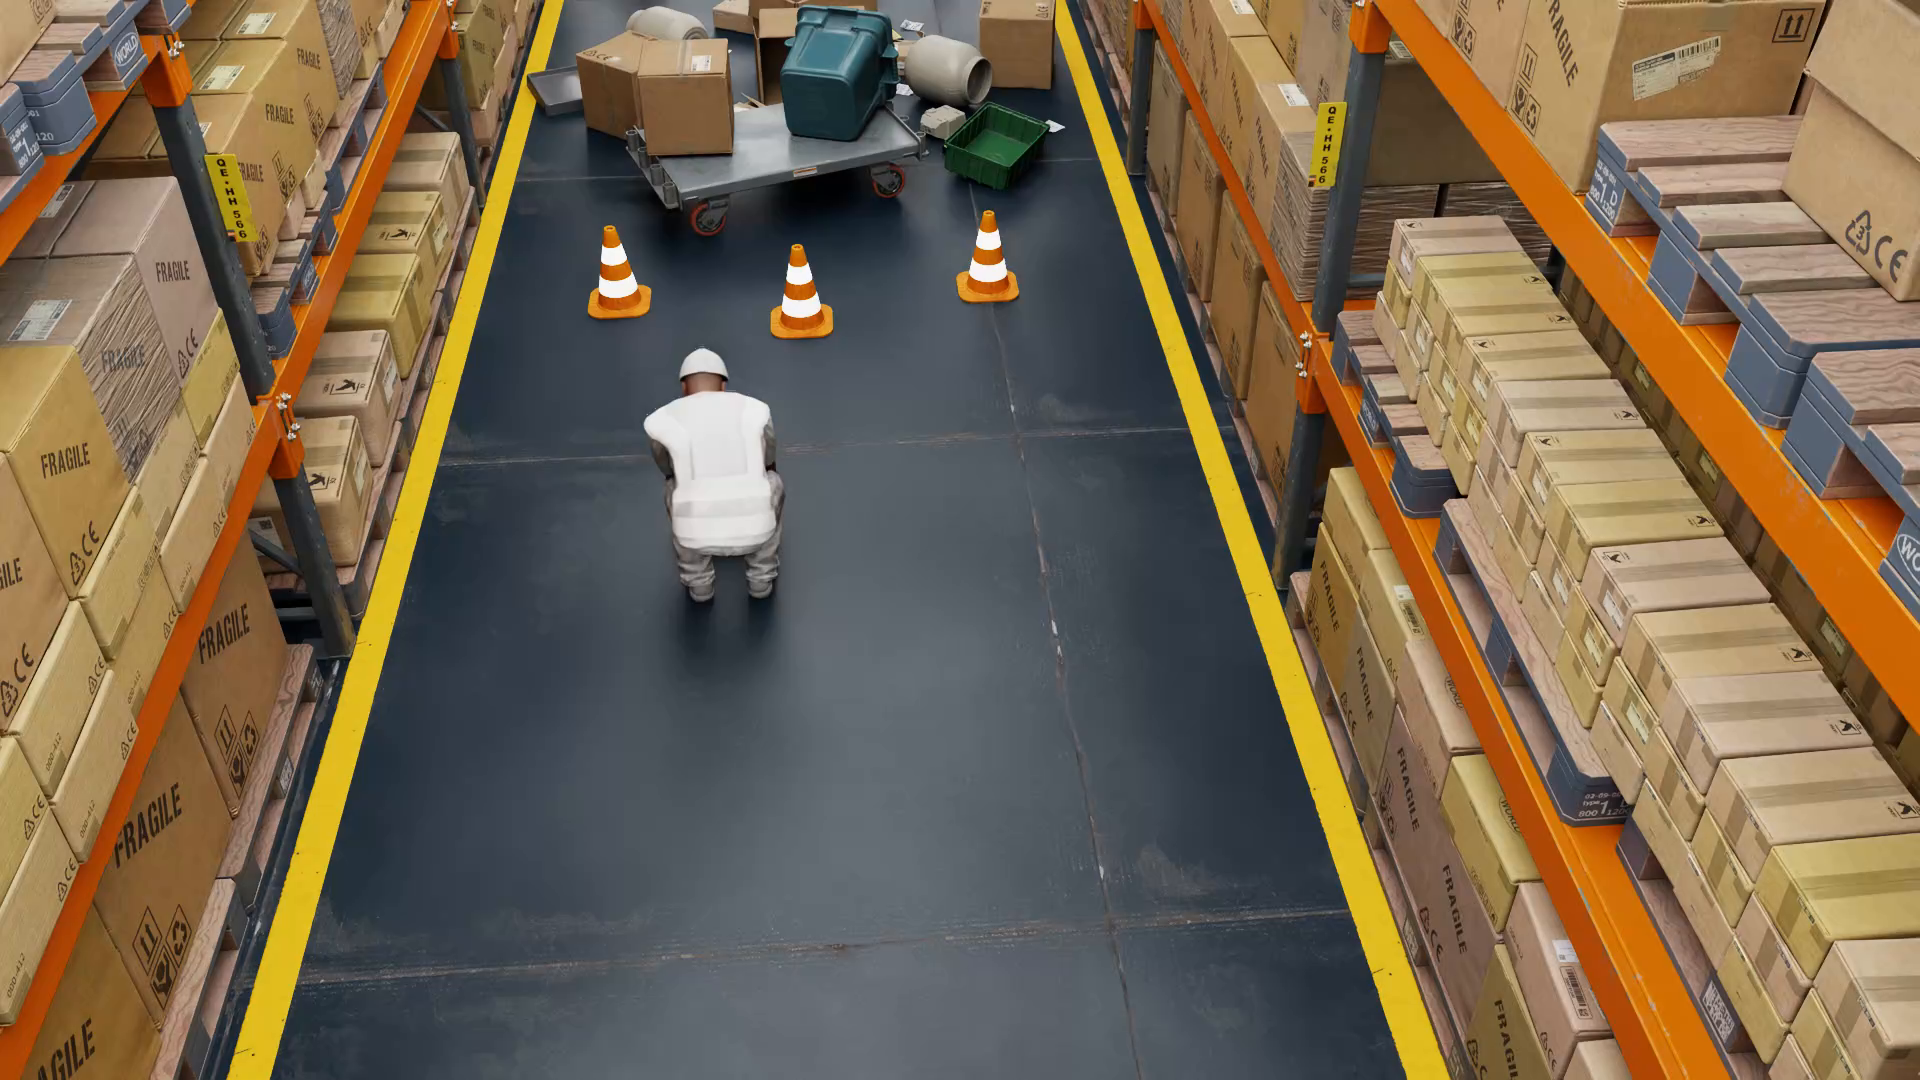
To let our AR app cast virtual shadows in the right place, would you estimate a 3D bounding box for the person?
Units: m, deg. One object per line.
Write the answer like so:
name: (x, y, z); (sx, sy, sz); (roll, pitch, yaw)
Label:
person: (-1.046, -0.248, 7.170); (0.576, 0.885, 0.907); (-3, 39, -4)
